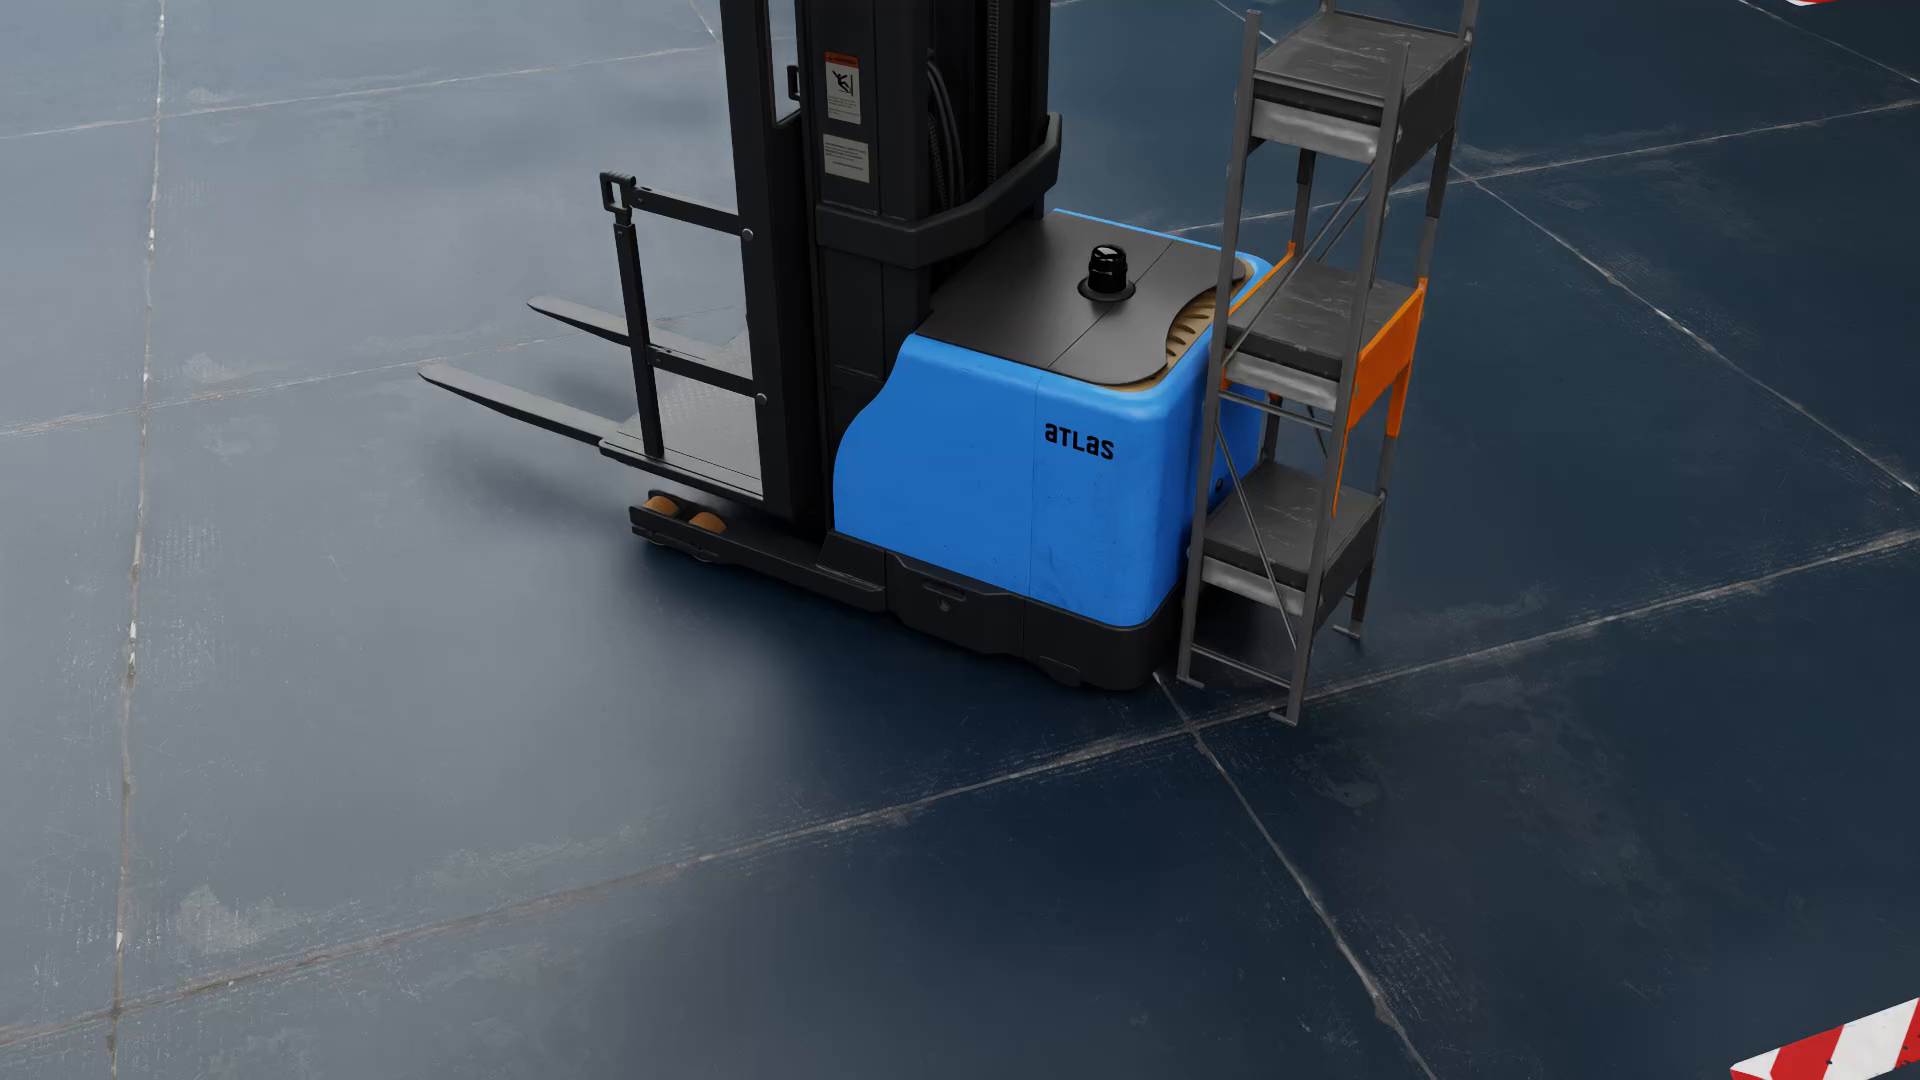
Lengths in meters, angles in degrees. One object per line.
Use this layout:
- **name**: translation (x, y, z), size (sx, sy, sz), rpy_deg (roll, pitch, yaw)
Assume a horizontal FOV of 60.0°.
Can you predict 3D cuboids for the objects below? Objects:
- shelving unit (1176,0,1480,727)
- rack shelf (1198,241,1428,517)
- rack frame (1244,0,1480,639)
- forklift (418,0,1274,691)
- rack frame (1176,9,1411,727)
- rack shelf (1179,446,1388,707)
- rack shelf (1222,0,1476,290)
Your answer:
- **shelving unit**: translation (0.978, -0.467, 4.624), size (0.431, 2.100, 0.503), rpy_deg (21, 42, 26)
- **rack shelf**: translation (0.978, -0.456, 4.633), size (0.431, 0.518, 0.480), rpy_deg (21, 42, 26)
- **rack frame**: translation (1.111, -0.590, 4.788), size (0.400, 2.100, 0.015), rpy_deg (21, 42, 26)
- **forklift**: translation (-0.544, -1.353, 5.110), size (3.031, 2.935, 1.130), rpy_deg (19, 41, 23)
- **rack frame**: translation (0.844, -0.344, 4.461), size (0.400, 2.100, 0.015), rpy_deg (21, 42, 26)
- **rack shelf**: translation (0.978, 0.103, 5.054), size (0.431, 0.518, 0.480), rpy_deg (21, 42, 26)
- **rack shelf**: translation (0.978, -1.015, 4.212), size (0.431, 0.518, 0.480), rpy_deg (21, 42, 26)
